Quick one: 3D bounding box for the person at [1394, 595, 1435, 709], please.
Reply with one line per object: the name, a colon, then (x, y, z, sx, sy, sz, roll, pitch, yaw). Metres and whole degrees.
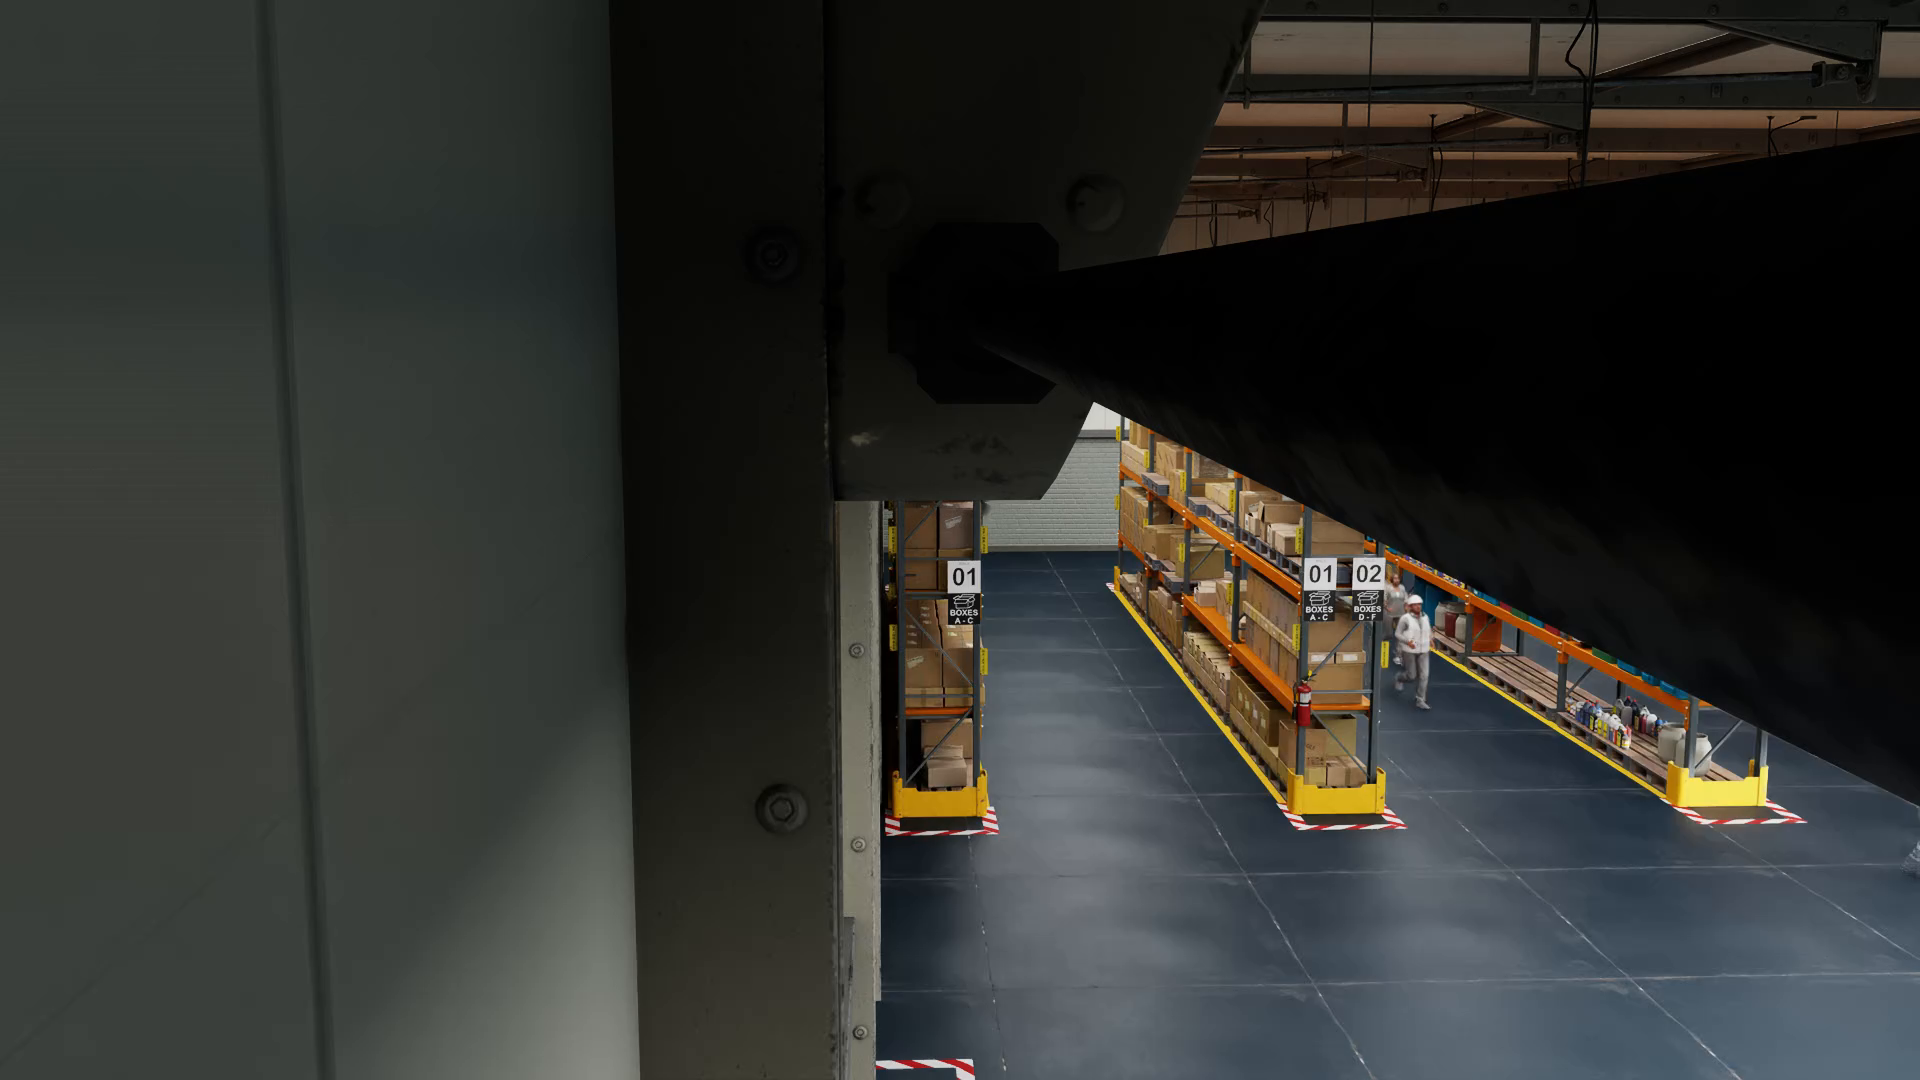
person: (7.155, 1.733, 26.086, 0.677, 1.742, 0.896, -2, 8, -12)

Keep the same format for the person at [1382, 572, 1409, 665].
person: (7.647, 1.346, 29.291, 0.546, 1.587, 0.813, 0, 8, -3)
